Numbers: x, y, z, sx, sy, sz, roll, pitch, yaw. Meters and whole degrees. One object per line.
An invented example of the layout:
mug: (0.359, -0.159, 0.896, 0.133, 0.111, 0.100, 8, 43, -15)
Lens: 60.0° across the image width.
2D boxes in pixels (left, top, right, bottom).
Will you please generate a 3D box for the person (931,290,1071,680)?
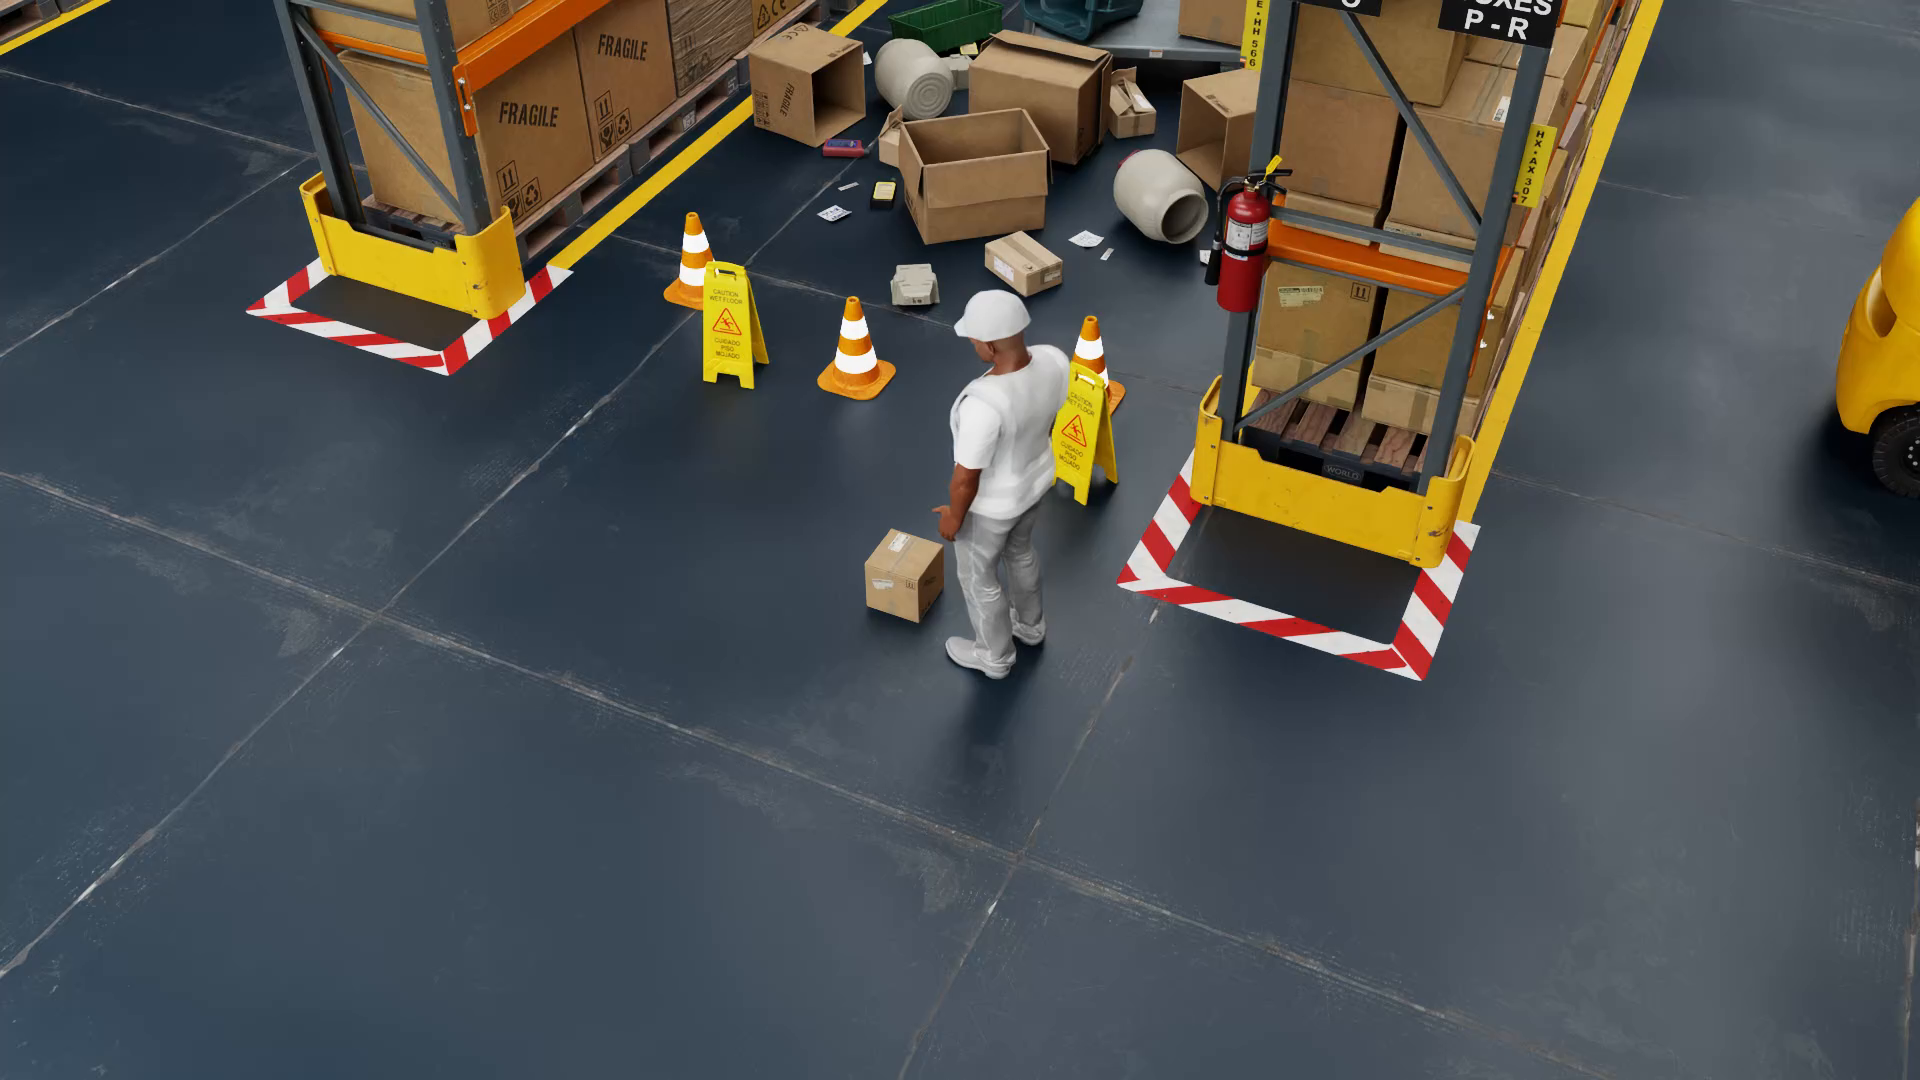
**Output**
person: (0.151, -0.196, 6.368, 0.368, 1.761, 0.568, 27, 49, 27)
